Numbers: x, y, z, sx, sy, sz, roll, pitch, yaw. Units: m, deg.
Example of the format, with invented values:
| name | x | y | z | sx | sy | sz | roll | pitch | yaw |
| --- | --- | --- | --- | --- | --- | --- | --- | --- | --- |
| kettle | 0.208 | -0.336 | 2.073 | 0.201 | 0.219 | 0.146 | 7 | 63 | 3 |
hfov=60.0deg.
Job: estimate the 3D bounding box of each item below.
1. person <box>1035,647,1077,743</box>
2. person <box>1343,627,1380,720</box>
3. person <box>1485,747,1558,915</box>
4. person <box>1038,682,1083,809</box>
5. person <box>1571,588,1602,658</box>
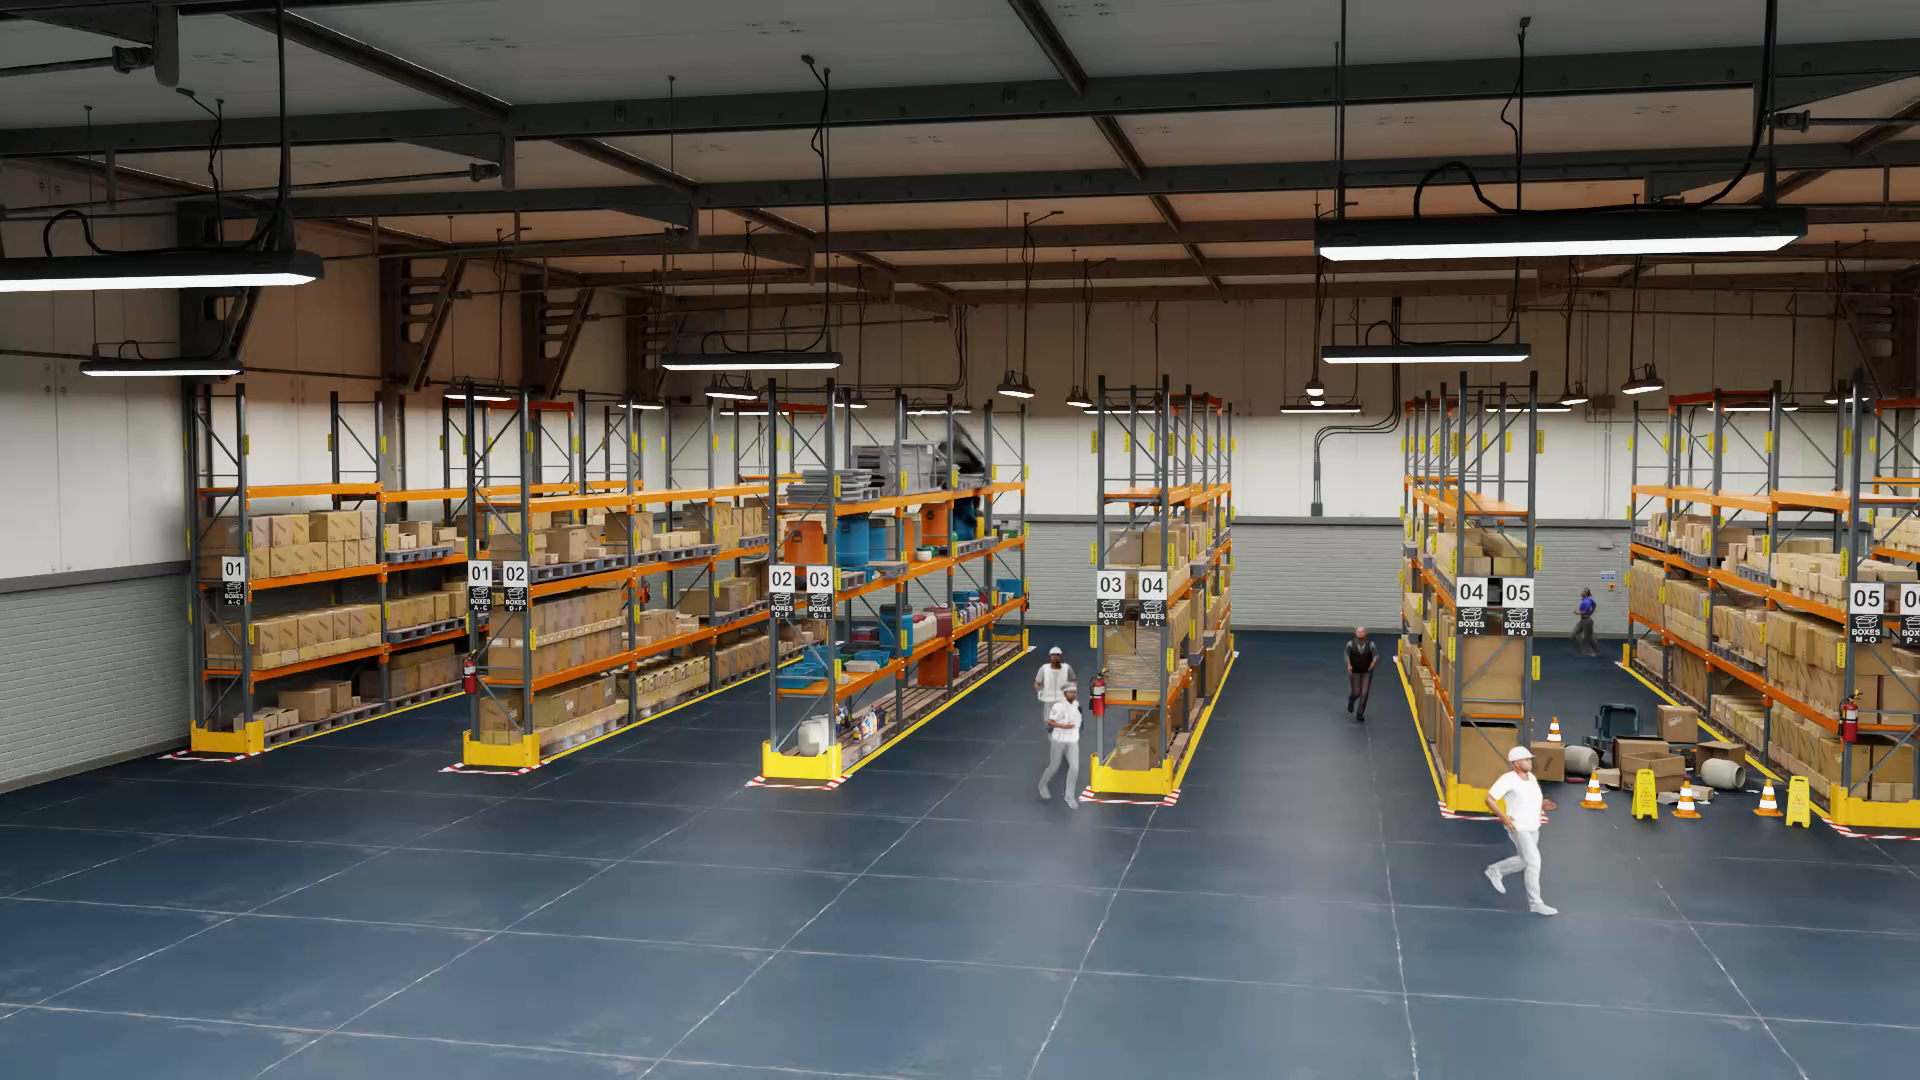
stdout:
| name | x | y | z | sx | sy | sz | roll | pitch | yaw |
| --- | --- | --- | --- | --- | --- | --- | --- | --- | --- |
| person | 1.543 | 2.599 | 26.814 | 0.678 | 1.757 | 0.788 | 0 | 3 | 3 |
| person | 7.335 | 2.431 | 30.366 | 0.656 | 1.696 | 0.627 | 1 | 3 | 10 |
| person | 6.039 | 3.096 | 17.912 | 0.713 | 1.747 | 0.933 | -3 | 4 | -40 |
| person | 1.467 | 2.827 | 23.230 | 0.589 | 1.728 | 0.842 | -2 | 4 | -28 |
| person | 14.694 | 1.965 | 38.926 | 0.670 | 1.692 | 0.579 | 1 | 3 | 11 |
